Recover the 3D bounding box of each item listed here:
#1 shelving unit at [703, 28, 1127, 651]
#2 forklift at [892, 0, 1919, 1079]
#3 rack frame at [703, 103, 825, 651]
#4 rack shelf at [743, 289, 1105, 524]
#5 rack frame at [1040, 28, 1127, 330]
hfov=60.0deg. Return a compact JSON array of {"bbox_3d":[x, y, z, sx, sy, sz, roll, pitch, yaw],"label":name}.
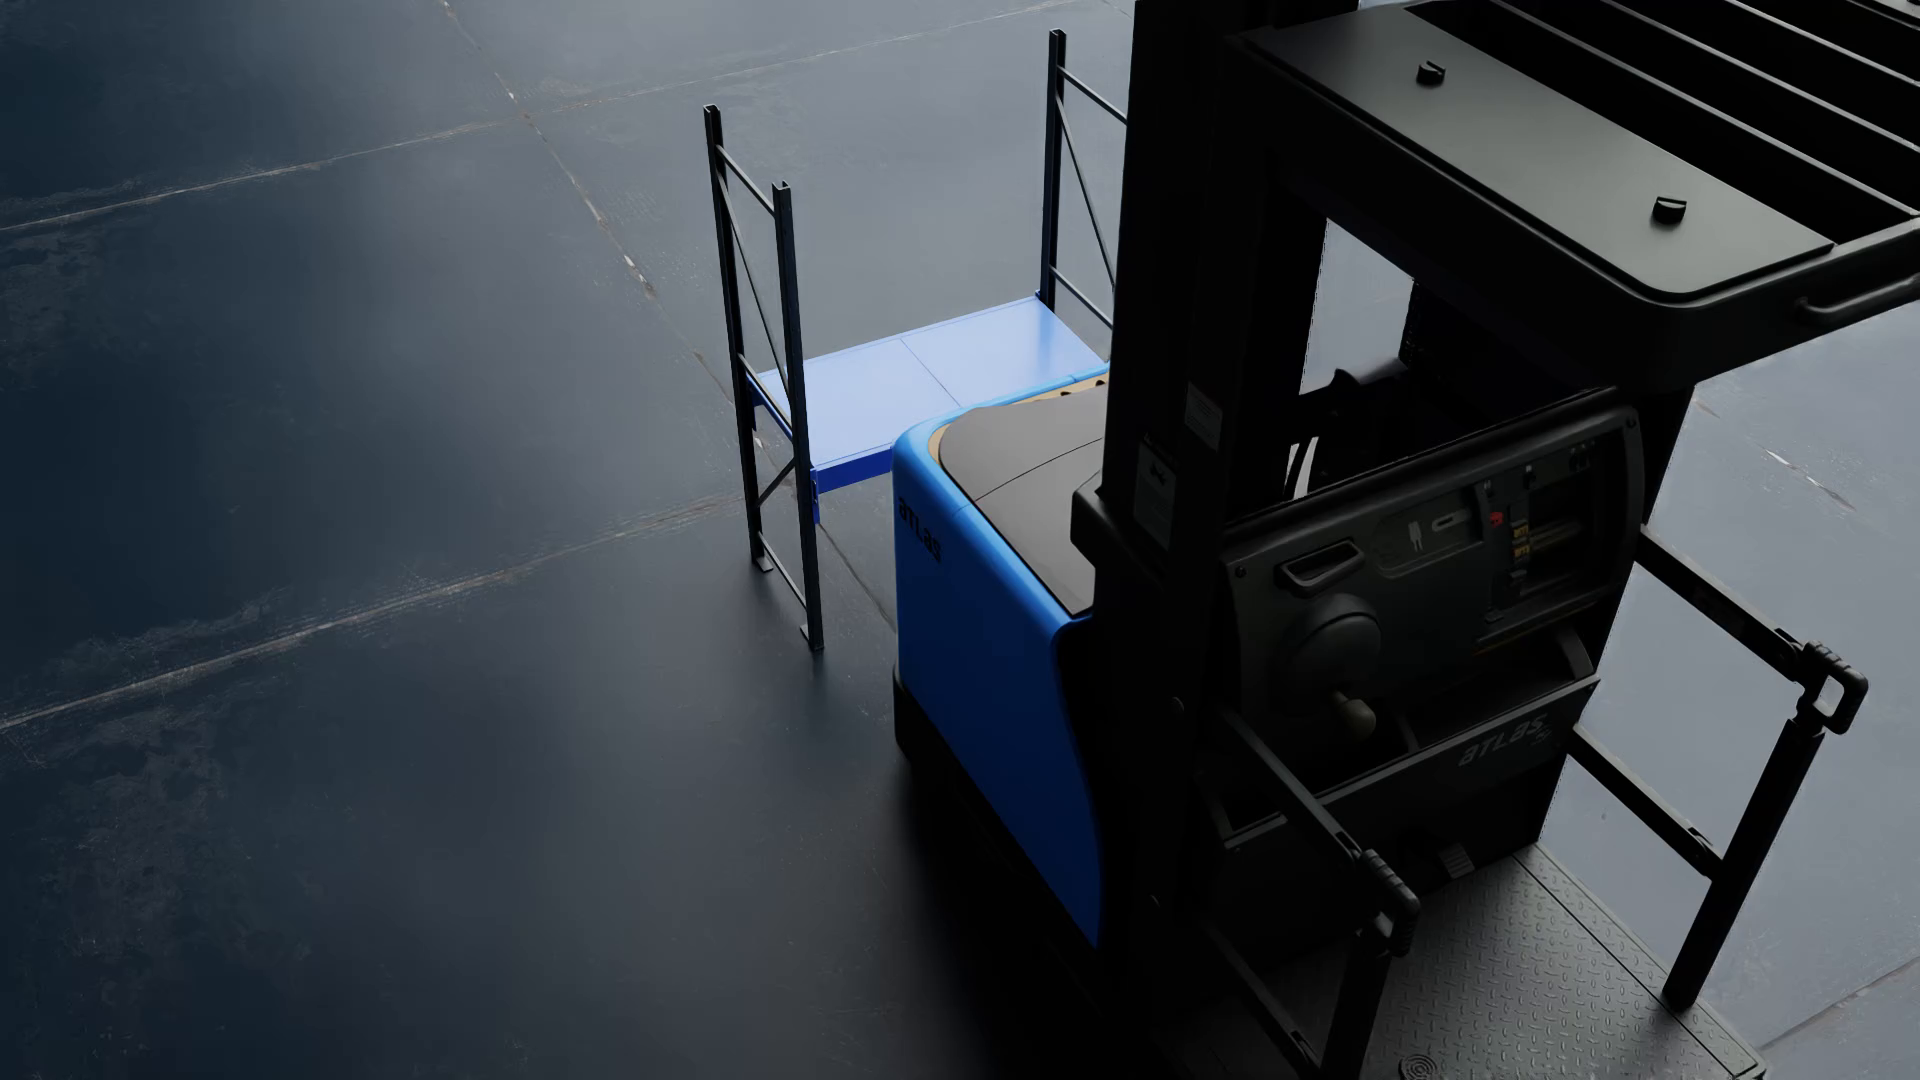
[{"bbox_3d":[-0.076,-0.547,4.735,1.048,1.500,0.538,-19,44,-21],"label":"shelving unit"},{"bbox_3d":[0.966,0.132,2.825,1.130,2.935,3.031,-19,44,-21],"label":"forklift"},{"bbox_3d":[-0.527,-0.395,4.556,0.032,1.500,0.500,-19,44,-21],"label":"rack frame"},{"bbox_3d":[-0.076,-0.410,4.852,1.000,0.185,0.538,-19,44,-21],"label":"rack shelf"},{"bbox_3d":[0.375,-0.699,4.915,0.032,1.500,0.500,-19,44,-21],"label":"rack frame"}]
